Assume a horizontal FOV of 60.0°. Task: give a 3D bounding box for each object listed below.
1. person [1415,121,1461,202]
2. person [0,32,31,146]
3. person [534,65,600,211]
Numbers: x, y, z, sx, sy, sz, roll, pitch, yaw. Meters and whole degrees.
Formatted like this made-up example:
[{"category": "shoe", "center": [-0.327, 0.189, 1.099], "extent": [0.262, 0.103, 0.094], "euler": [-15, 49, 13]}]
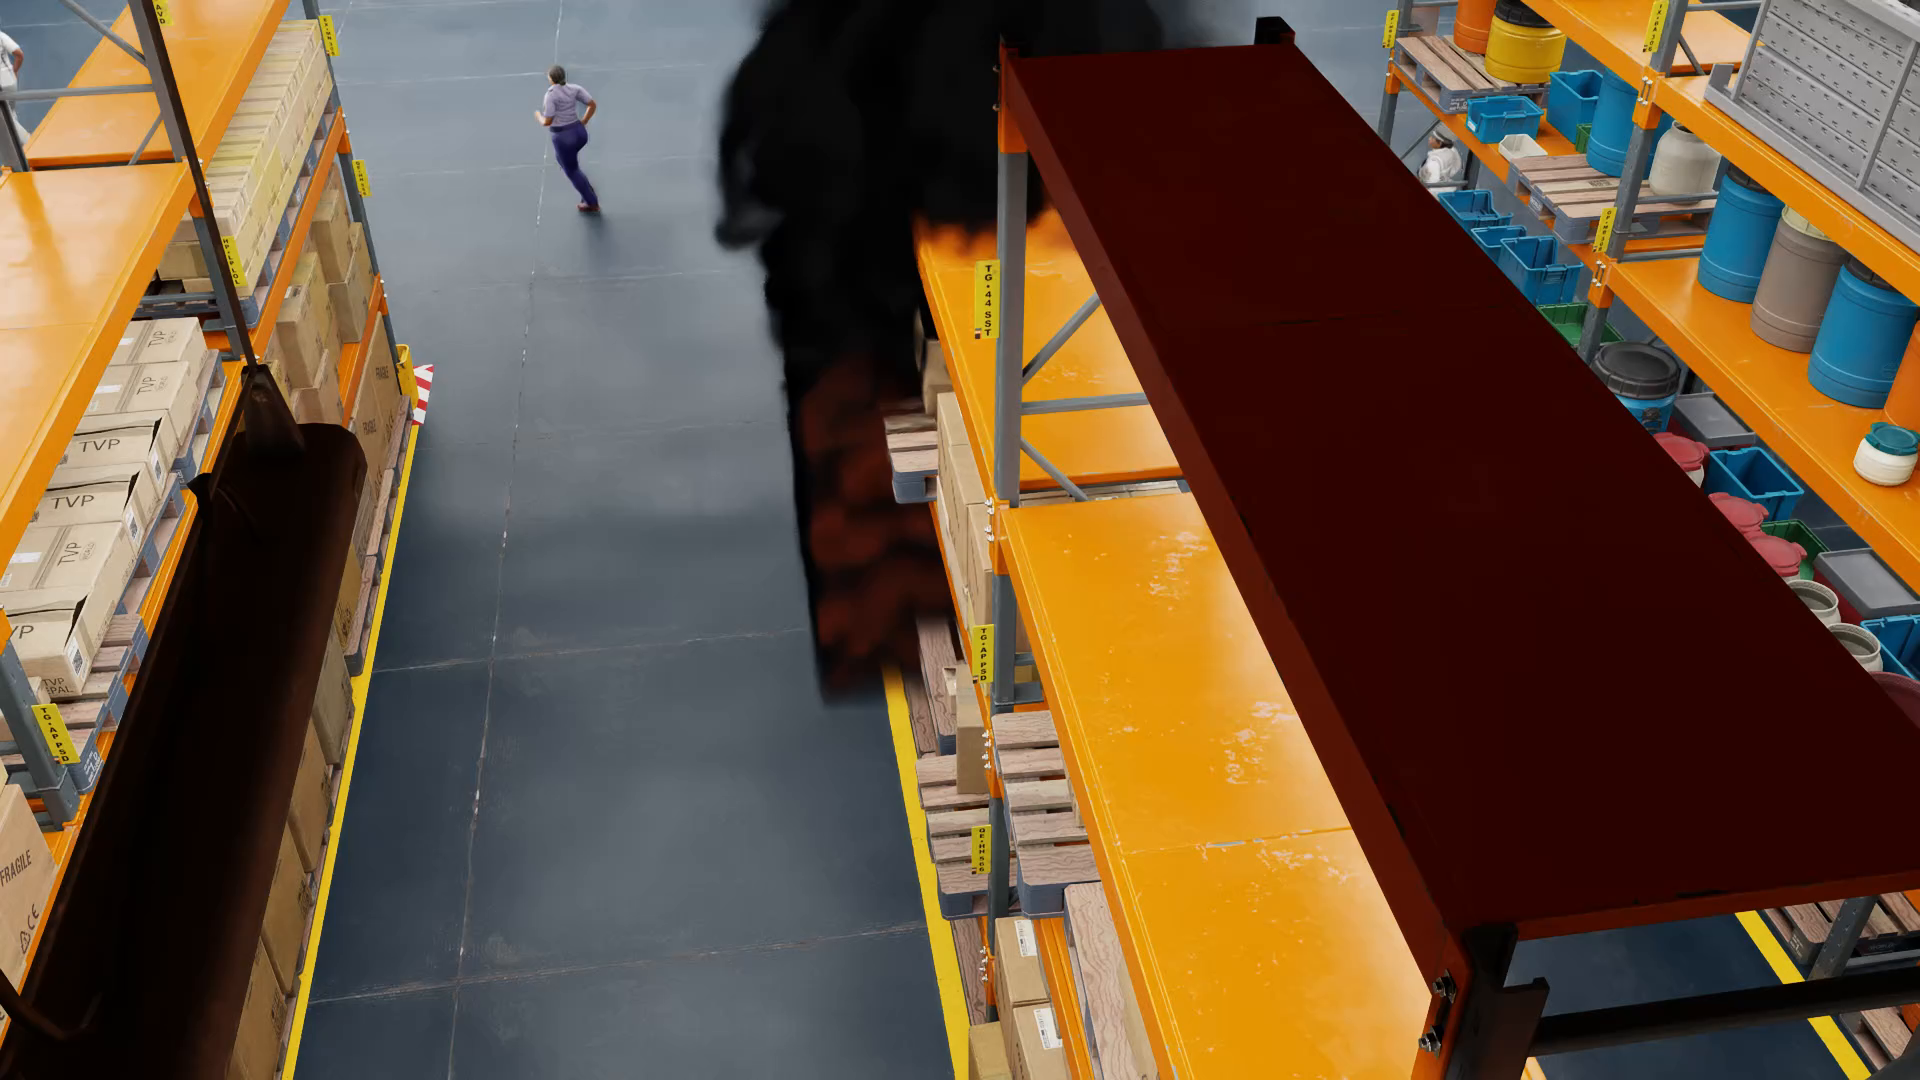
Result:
[{"category": "person", "center": [4.799, -3.403, 16.710], "extent": [0.572, 1.640, 0.665], "euler": [22, 41, 27]}, {"category": "person", "center": [-11.018, -5.195, 19.035], "extent": [0.911, 1.803, 0.647], "euler": [26, 43, 31]}, {"category": "person", "center": [-4.270, -4.337, 18.002], "extent": [0.649, 1.655, 0.578], "euler": [19, 40, 24]}]
